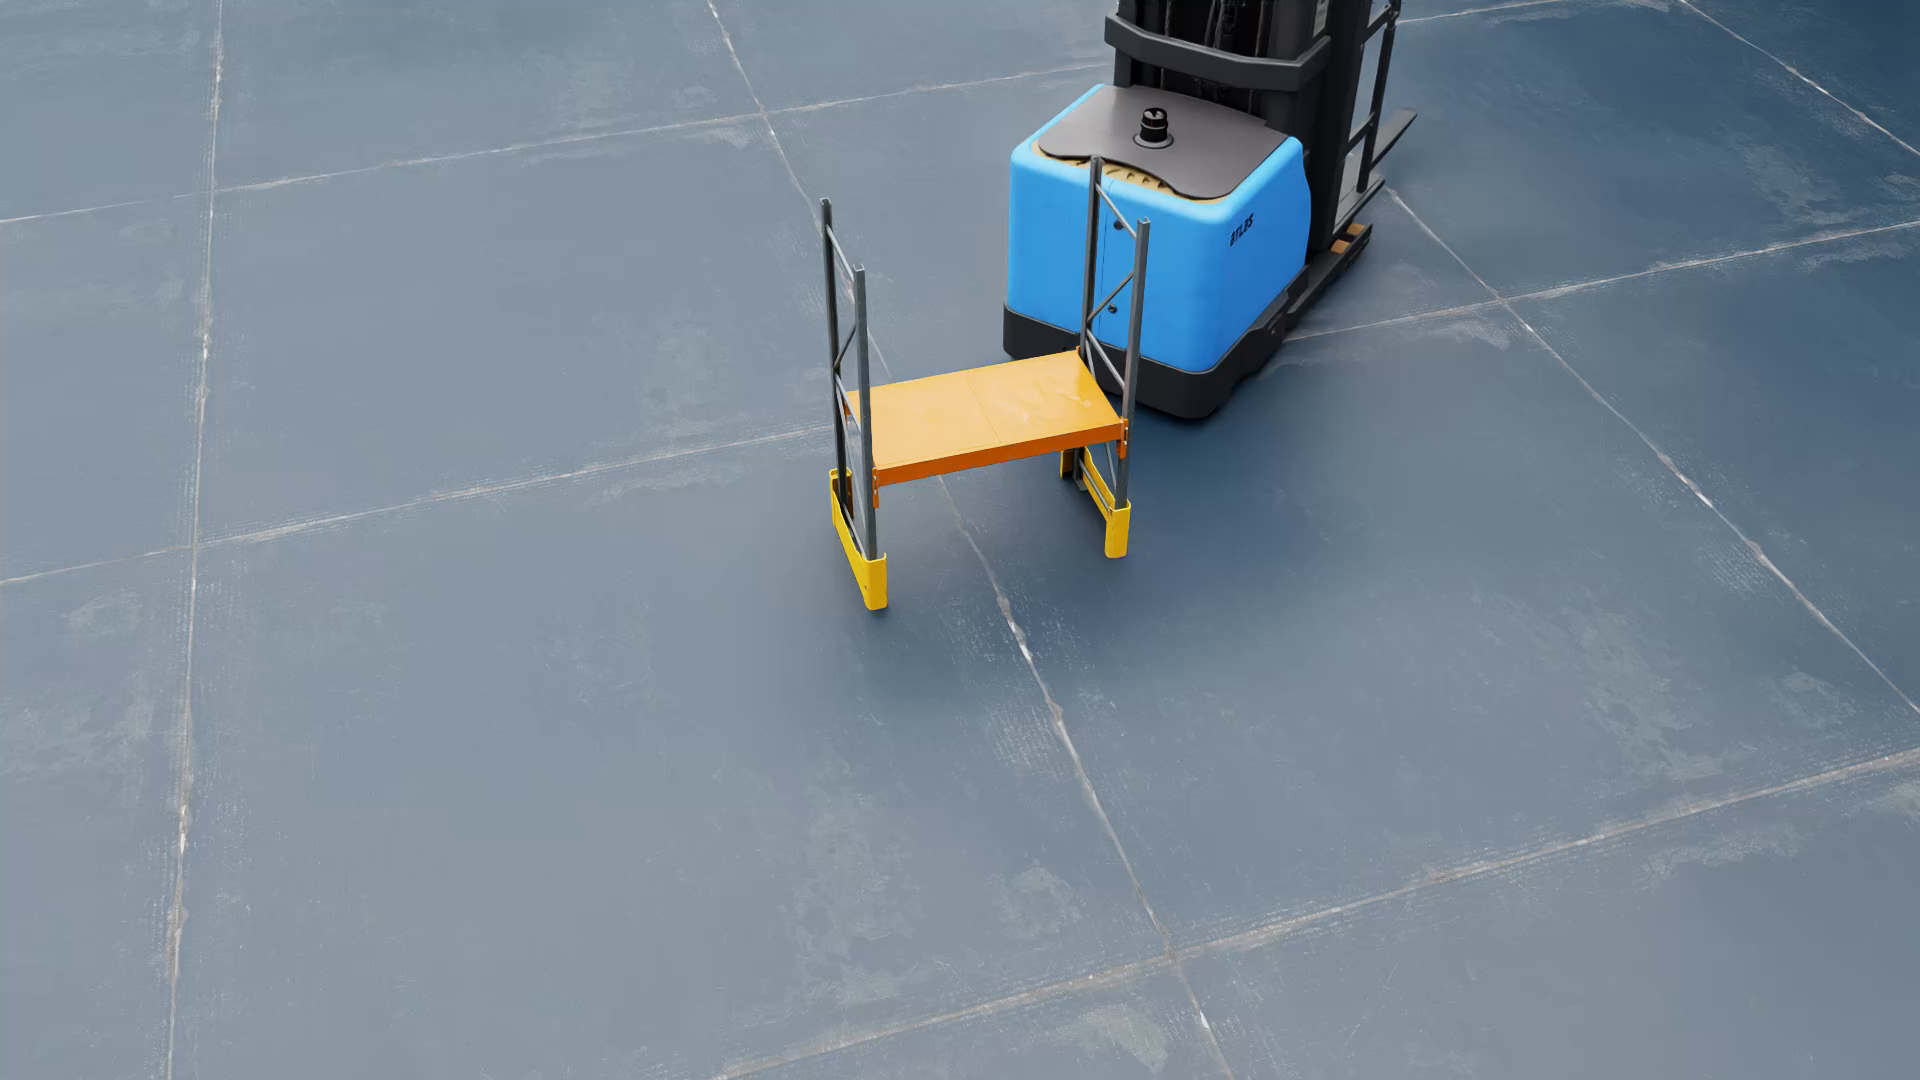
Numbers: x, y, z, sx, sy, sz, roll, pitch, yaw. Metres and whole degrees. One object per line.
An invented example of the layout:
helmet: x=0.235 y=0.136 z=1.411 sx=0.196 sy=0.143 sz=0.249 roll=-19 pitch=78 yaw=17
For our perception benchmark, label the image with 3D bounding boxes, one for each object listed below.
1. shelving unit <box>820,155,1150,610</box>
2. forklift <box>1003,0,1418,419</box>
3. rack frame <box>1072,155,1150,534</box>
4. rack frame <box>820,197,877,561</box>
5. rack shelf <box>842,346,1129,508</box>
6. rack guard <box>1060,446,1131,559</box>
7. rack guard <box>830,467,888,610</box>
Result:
shelving unit: x=0.073 y=-0.580 z=6.274 sx=1.083 sy=1.500 sz=0.587 roll=-12 pitch=42 yaw=-13
forklift: x=1.413 y=-2.576 z=7.471 sx=1.130 sy=2.935 sz=3.031 roll=23 pitch=46 yaw=24
rack frame: x=0.566 y=-0.682 z=6.391 sx=0.032 sy=1.500 sz=0.500 roll=-12 pitch=42 yaw=-13
rack frame: x=-0.404 y=-0.481 z=6.161 sx=0.032 sy=1.500 sz=0.500 roll=-12 pitch=42 yaw=-13
rack shelf: x=0.081 y=-0.446 z=6.394 sx=1.000 sy=0.185 sz=0.538 roll=-12 pitch=42 yaw=-13
rack guard: x=0.548 y=-0.208 z=6.798 sx=0.087 sy=0.250 sz=0.587 roll=-12 pitch=42 yaw=-13
rack guard: x=-0.402 y=-0.011 z=6.572 sx=0.087 sy=0.250 sz=0.587 roll=-12 pitch=42 yaw=-13
